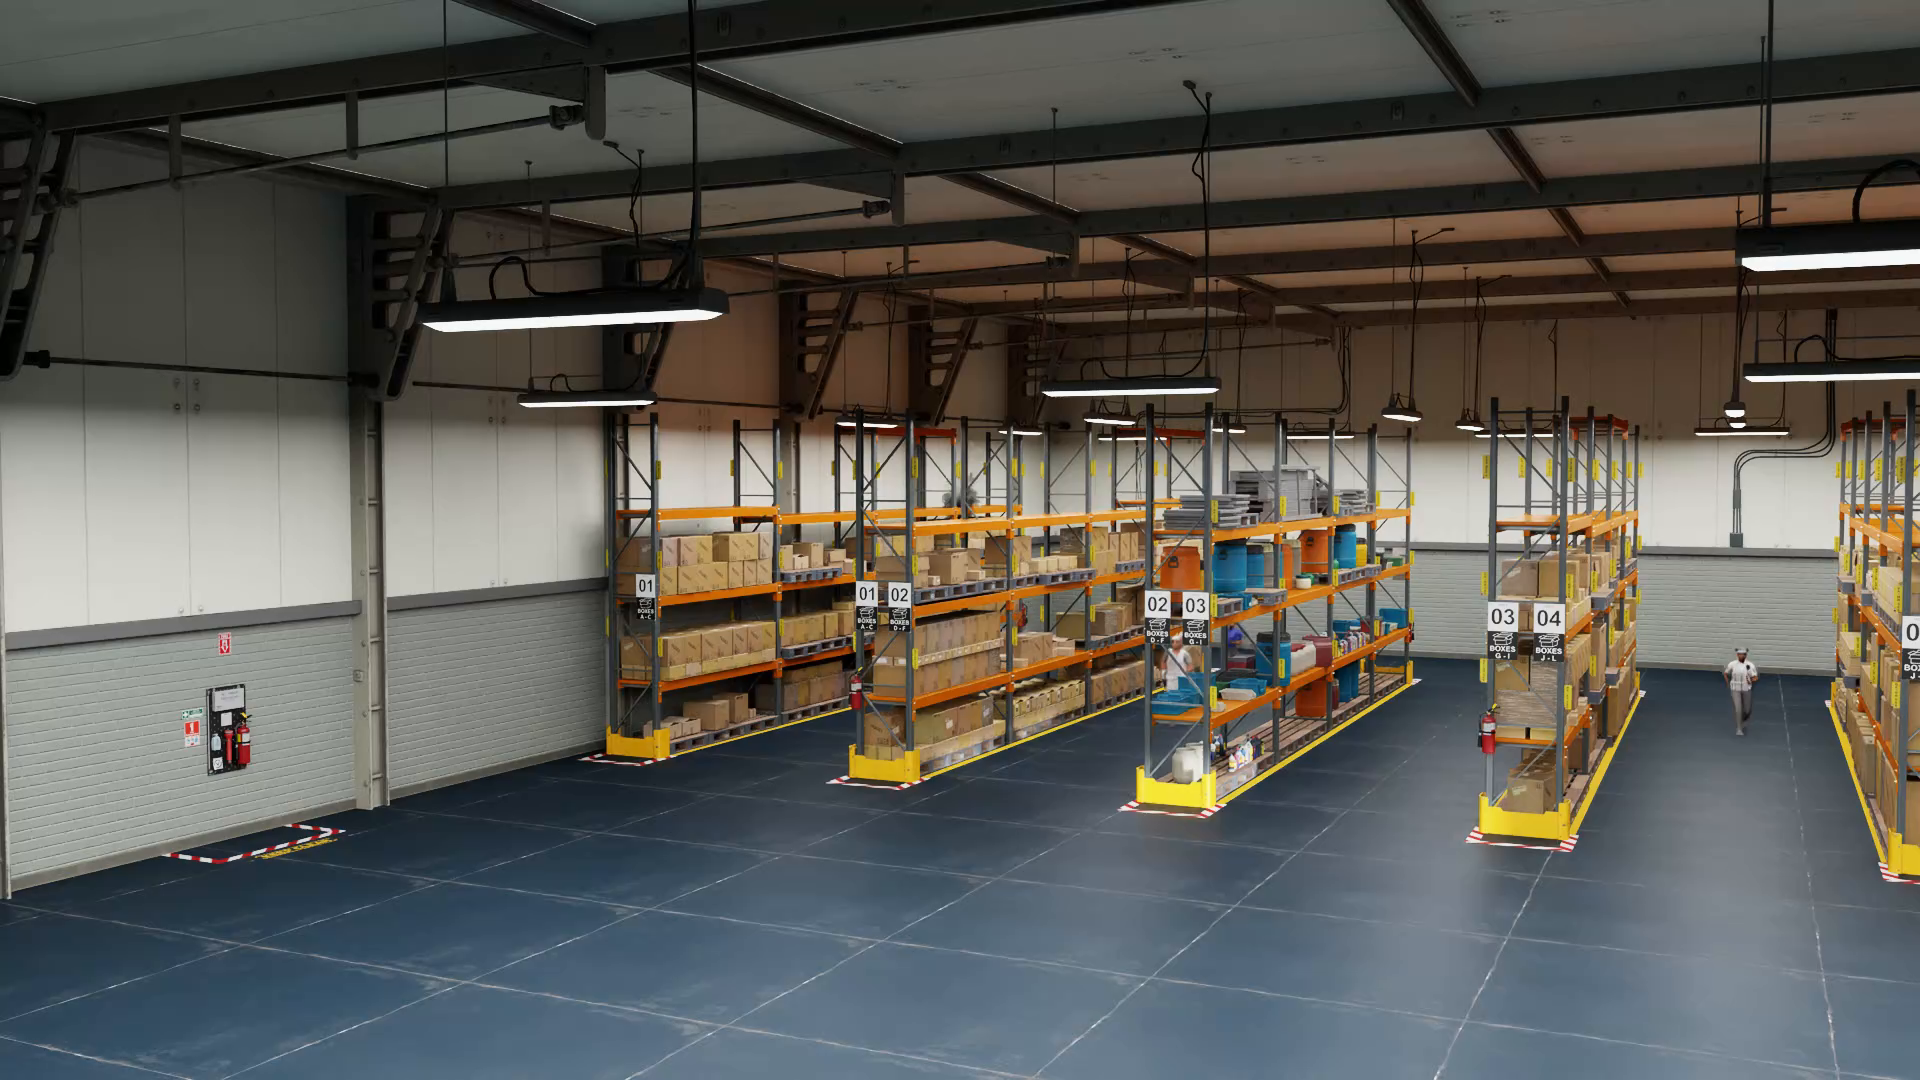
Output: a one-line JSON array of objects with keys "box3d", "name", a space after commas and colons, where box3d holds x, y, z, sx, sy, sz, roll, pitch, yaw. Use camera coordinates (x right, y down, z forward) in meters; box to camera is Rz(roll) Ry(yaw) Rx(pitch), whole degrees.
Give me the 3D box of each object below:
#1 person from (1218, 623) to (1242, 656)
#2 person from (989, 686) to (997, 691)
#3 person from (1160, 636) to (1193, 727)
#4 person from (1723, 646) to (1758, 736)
[{"box3d": [6.079, 2.607, 37.440, 0.551, 1.704, 0.764, 1, 2, 14], "name": "person"}, {"box3d": [0.686, 2.694, 34.953, 0.624, 1.676, 0.874, 1, 3, 24], "name": "person"}, {"box3d": [4.235, 2.749, 32.589, 0.667, 1.767, 0.741, 1, 3, 20], "name": "person"}, {"box3d": [14.780, 2.841, 31.483, 0.588, 1.666, 0.805, 1, 3, 20], "name": "person"}]
